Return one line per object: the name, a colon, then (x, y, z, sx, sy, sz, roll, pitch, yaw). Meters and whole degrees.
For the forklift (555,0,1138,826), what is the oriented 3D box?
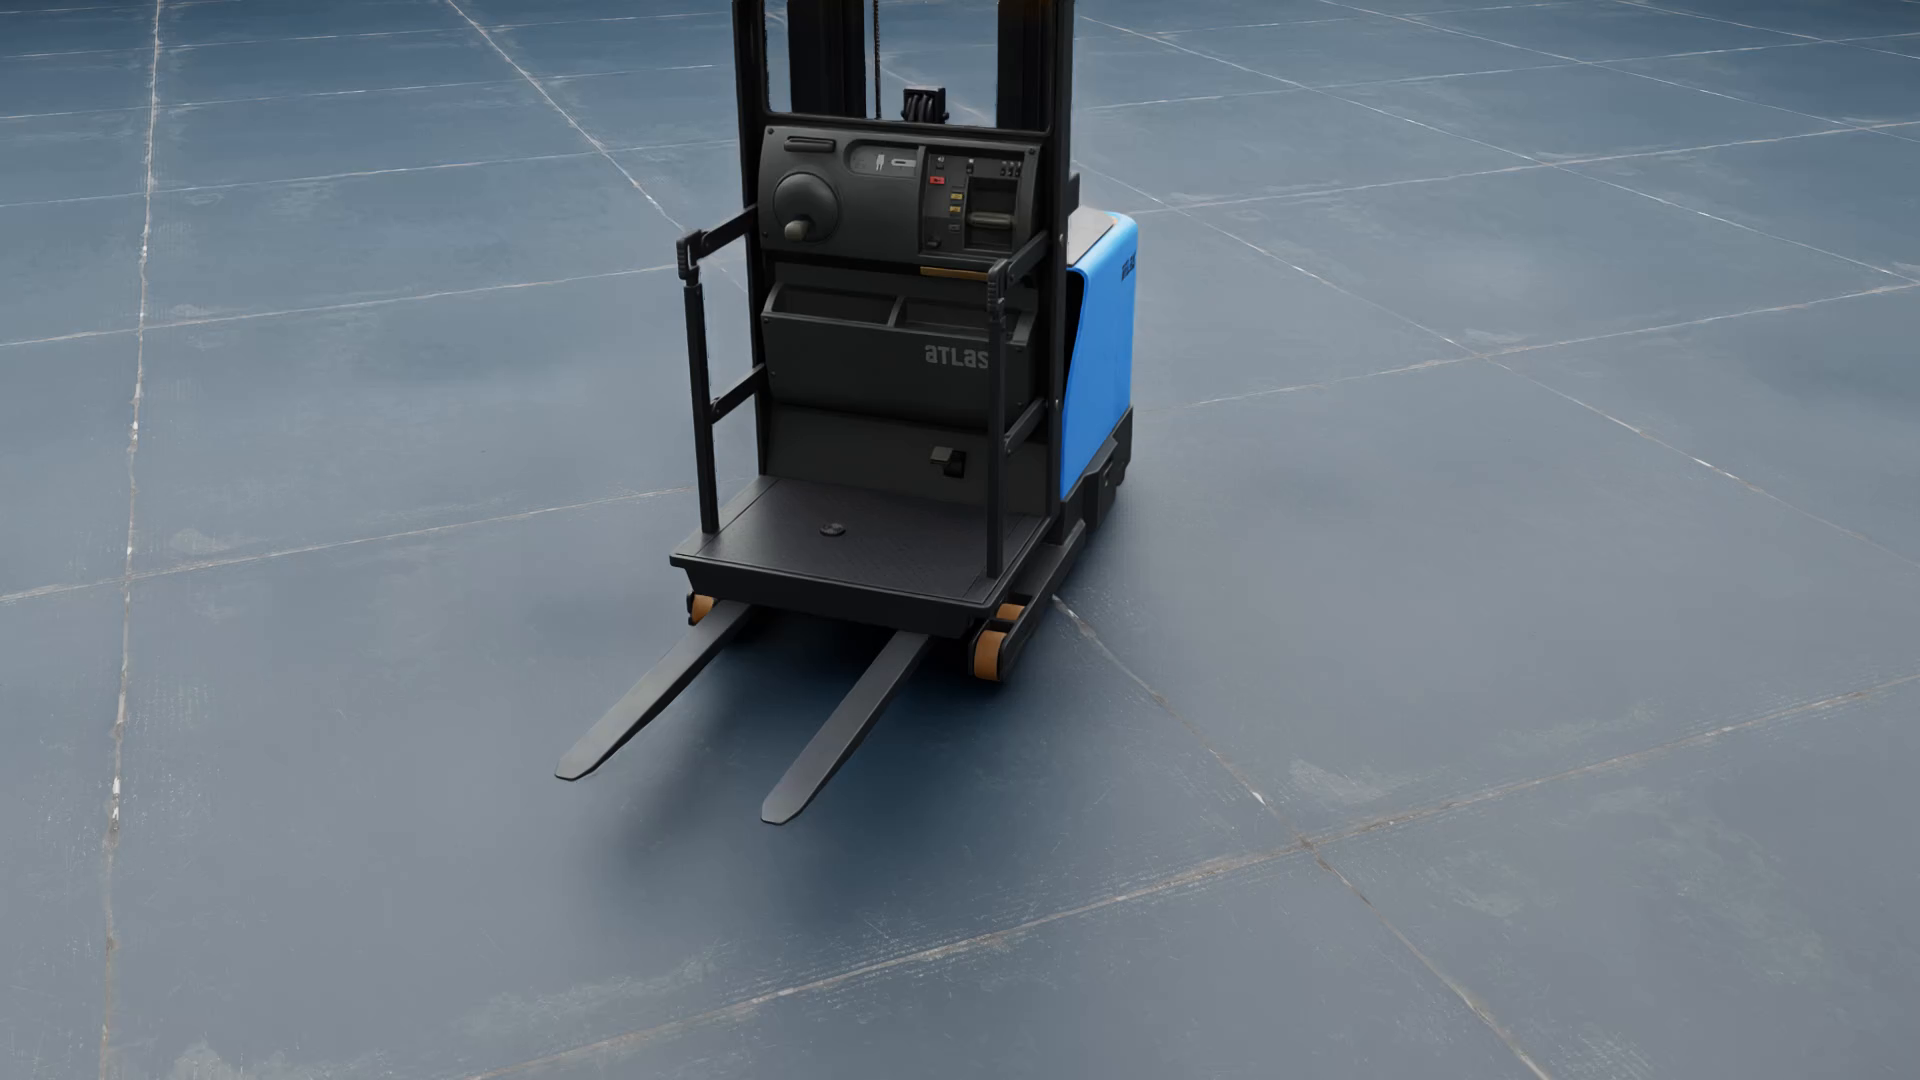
forklift: (-0.271, -1.064, 5.089, 1.130, 2.935, 3.031, 9, 27, 17)
